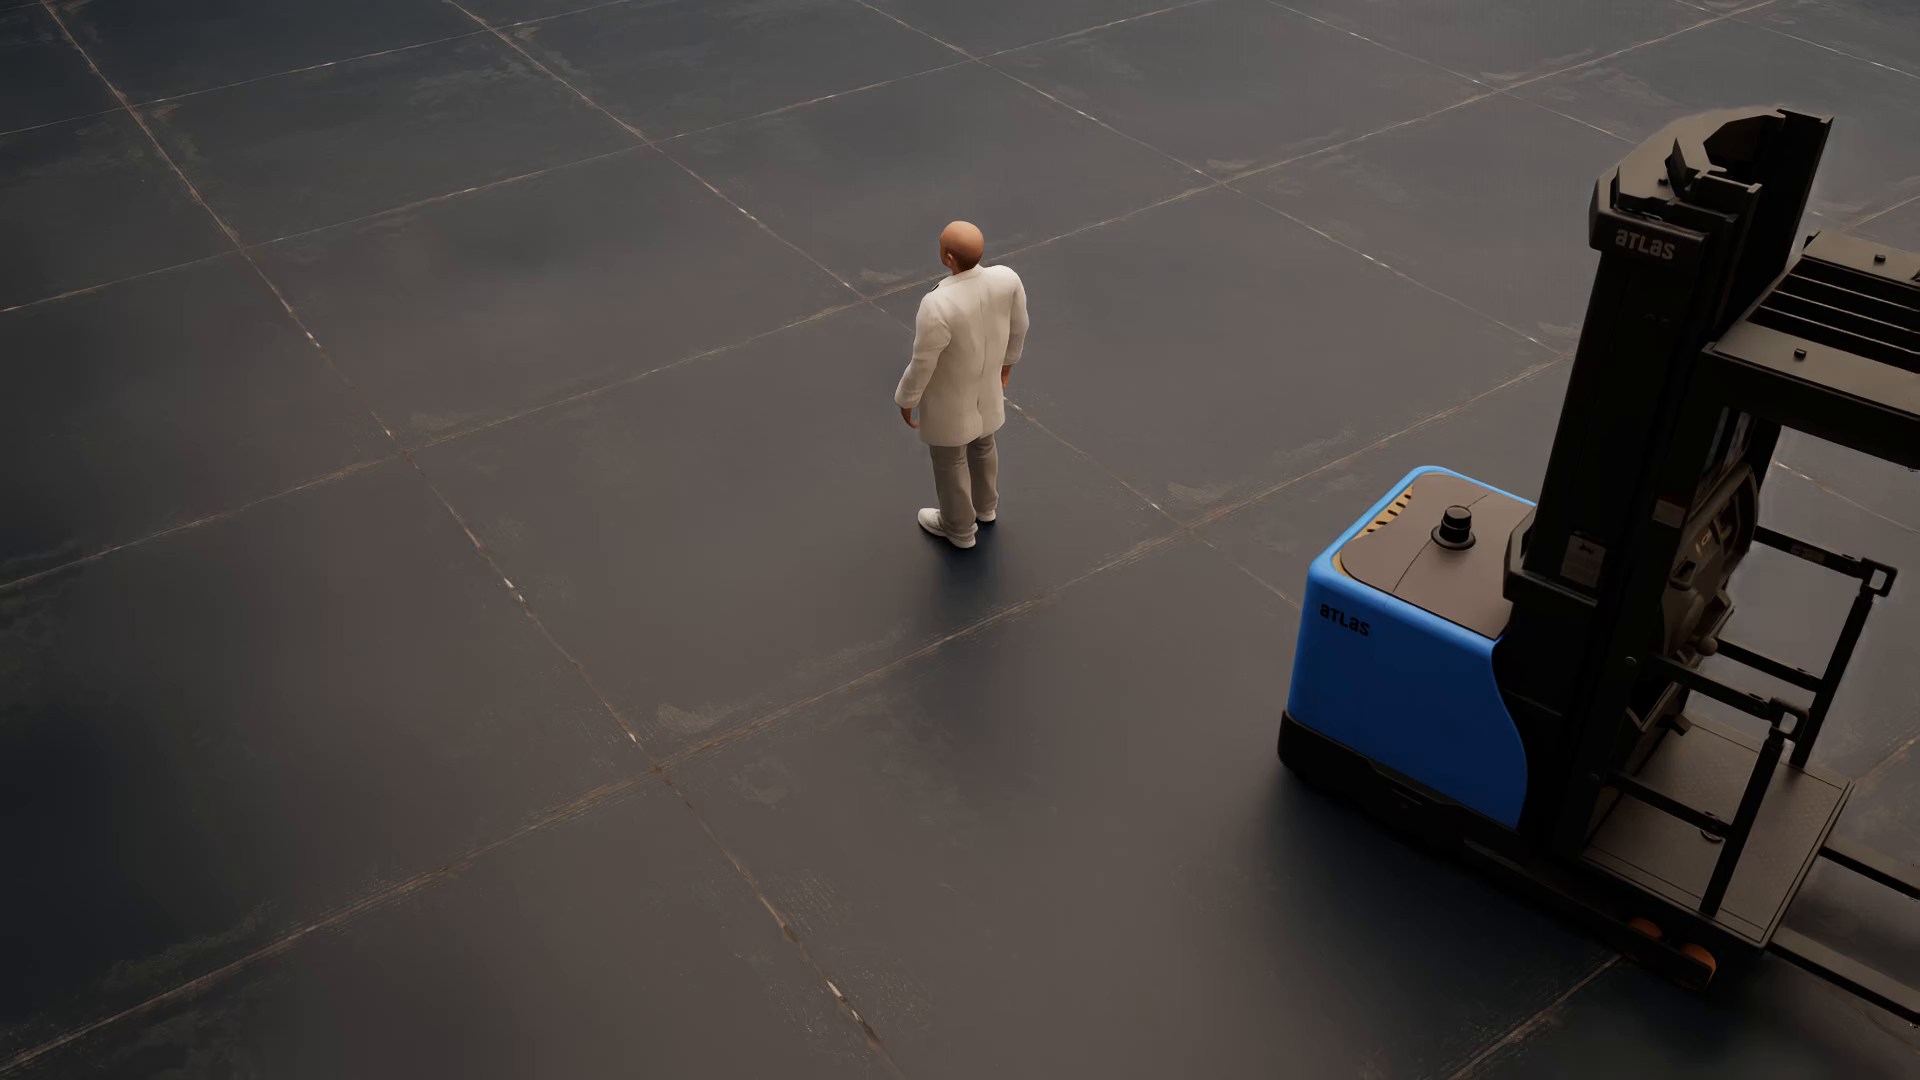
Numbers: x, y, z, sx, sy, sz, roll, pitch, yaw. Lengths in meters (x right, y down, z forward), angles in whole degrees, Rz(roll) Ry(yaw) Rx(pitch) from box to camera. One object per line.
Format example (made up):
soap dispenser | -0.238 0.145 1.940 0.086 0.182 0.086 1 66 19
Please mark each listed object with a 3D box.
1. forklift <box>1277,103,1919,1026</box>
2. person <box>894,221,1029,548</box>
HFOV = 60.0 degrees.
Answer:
forklift | 2.807 0.123 5.778 3.031 2.935 1.130 26 44 31
person | -0.050 -0.766 7.939 0.696 1.777 0.578 -23 42 -28
